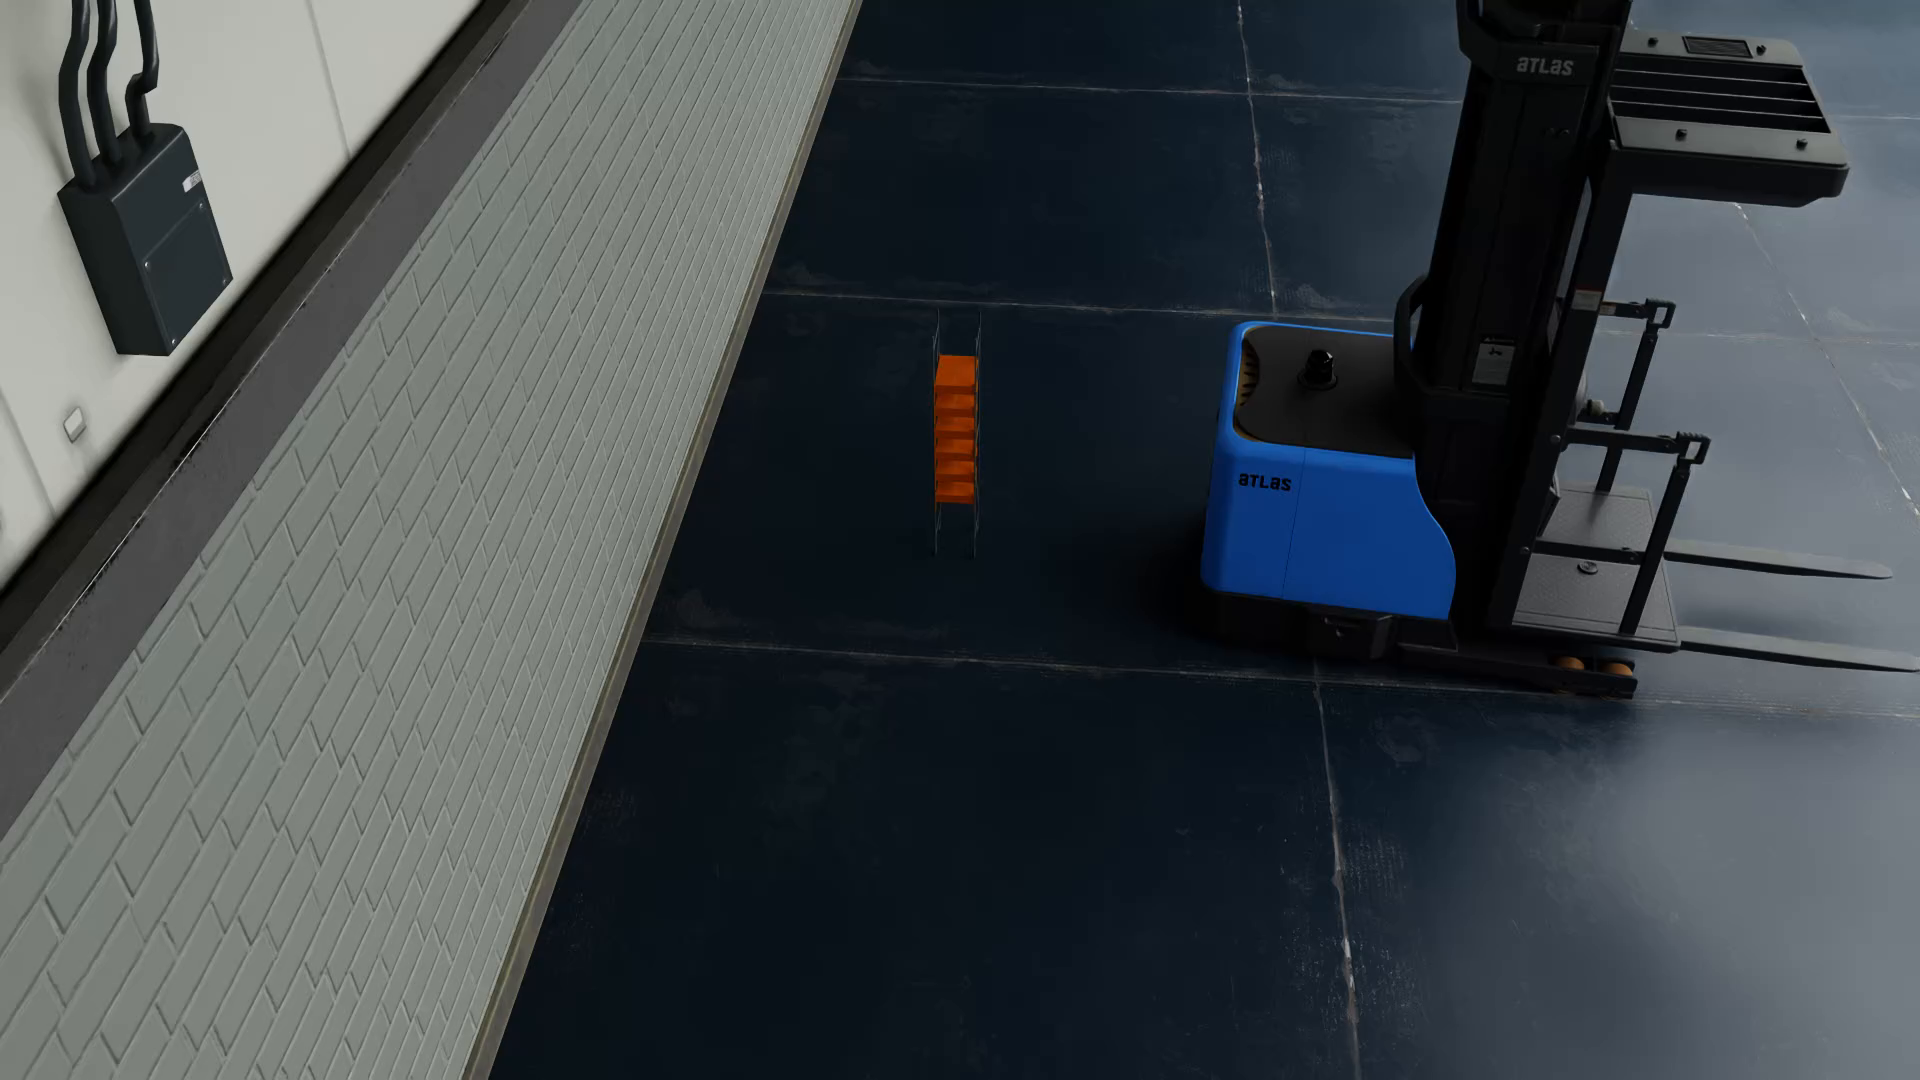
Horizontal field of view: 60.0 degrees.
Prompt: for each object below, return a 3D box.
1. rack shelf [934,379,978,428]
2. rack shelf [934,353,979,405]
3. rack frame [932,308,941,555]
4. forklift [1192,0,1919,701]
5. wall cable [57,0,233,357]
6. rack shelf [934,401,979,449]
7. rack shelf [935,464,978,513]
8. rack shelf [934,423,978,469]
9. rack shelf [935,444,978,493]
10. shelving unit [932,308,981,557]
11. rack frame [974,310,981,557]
[{"bbox_3d":[-0.014,-0.618,7.419,0.180,0.103,0.258,3,39,4],"label":"rack shelf"},{"bbox_3d":[-0.014,-0.711,7.343,0.180,0.103,0.258,3,39,4],"label":"rack shelf"},{"bbox_3d":[-0.106,-0.471,7.549,0.006,1.200,0.240,3,39,4],"label":"rack frame"},{"bbox_3d":[2.598,-0.817,6.603,3.031,2.935,1.130,7,40,9],"label":"forklift"},{"bbox_3d":[-1.506,-3.418,2.297,0.169,6.003,2.305,3,39,4],"label":"wall cable"},{"bbox_3d":[-0.014,-0.525,7.495,0.180,0.103,0.258,3,39,4],"label":"rack shelf"},{"bbox_3d":[-0.014,-0.246,7.722,0.180,0.103,0.258,3,39,4],"label":"rack shelf"},{"bbox_3d":[-0.014,-0.432,7.571,0.180,0.103,0.258,3,39,4],"label":"rack shelf"},{"bbox_3d":[-0.014,-0.339,7.646,0.180,0.103,0.258,3,39,4],"label":"rack shelf"},{"bbox_3d":[-0.014,-0.466,7.543,0.189,1.200,0.258,3,39,4],"label":"shelving unit"},{"bbox_3d":[0.077,-0.461,7.537,0.006,1.200,0.240,3,39,4],"label":"rack frame"}]
